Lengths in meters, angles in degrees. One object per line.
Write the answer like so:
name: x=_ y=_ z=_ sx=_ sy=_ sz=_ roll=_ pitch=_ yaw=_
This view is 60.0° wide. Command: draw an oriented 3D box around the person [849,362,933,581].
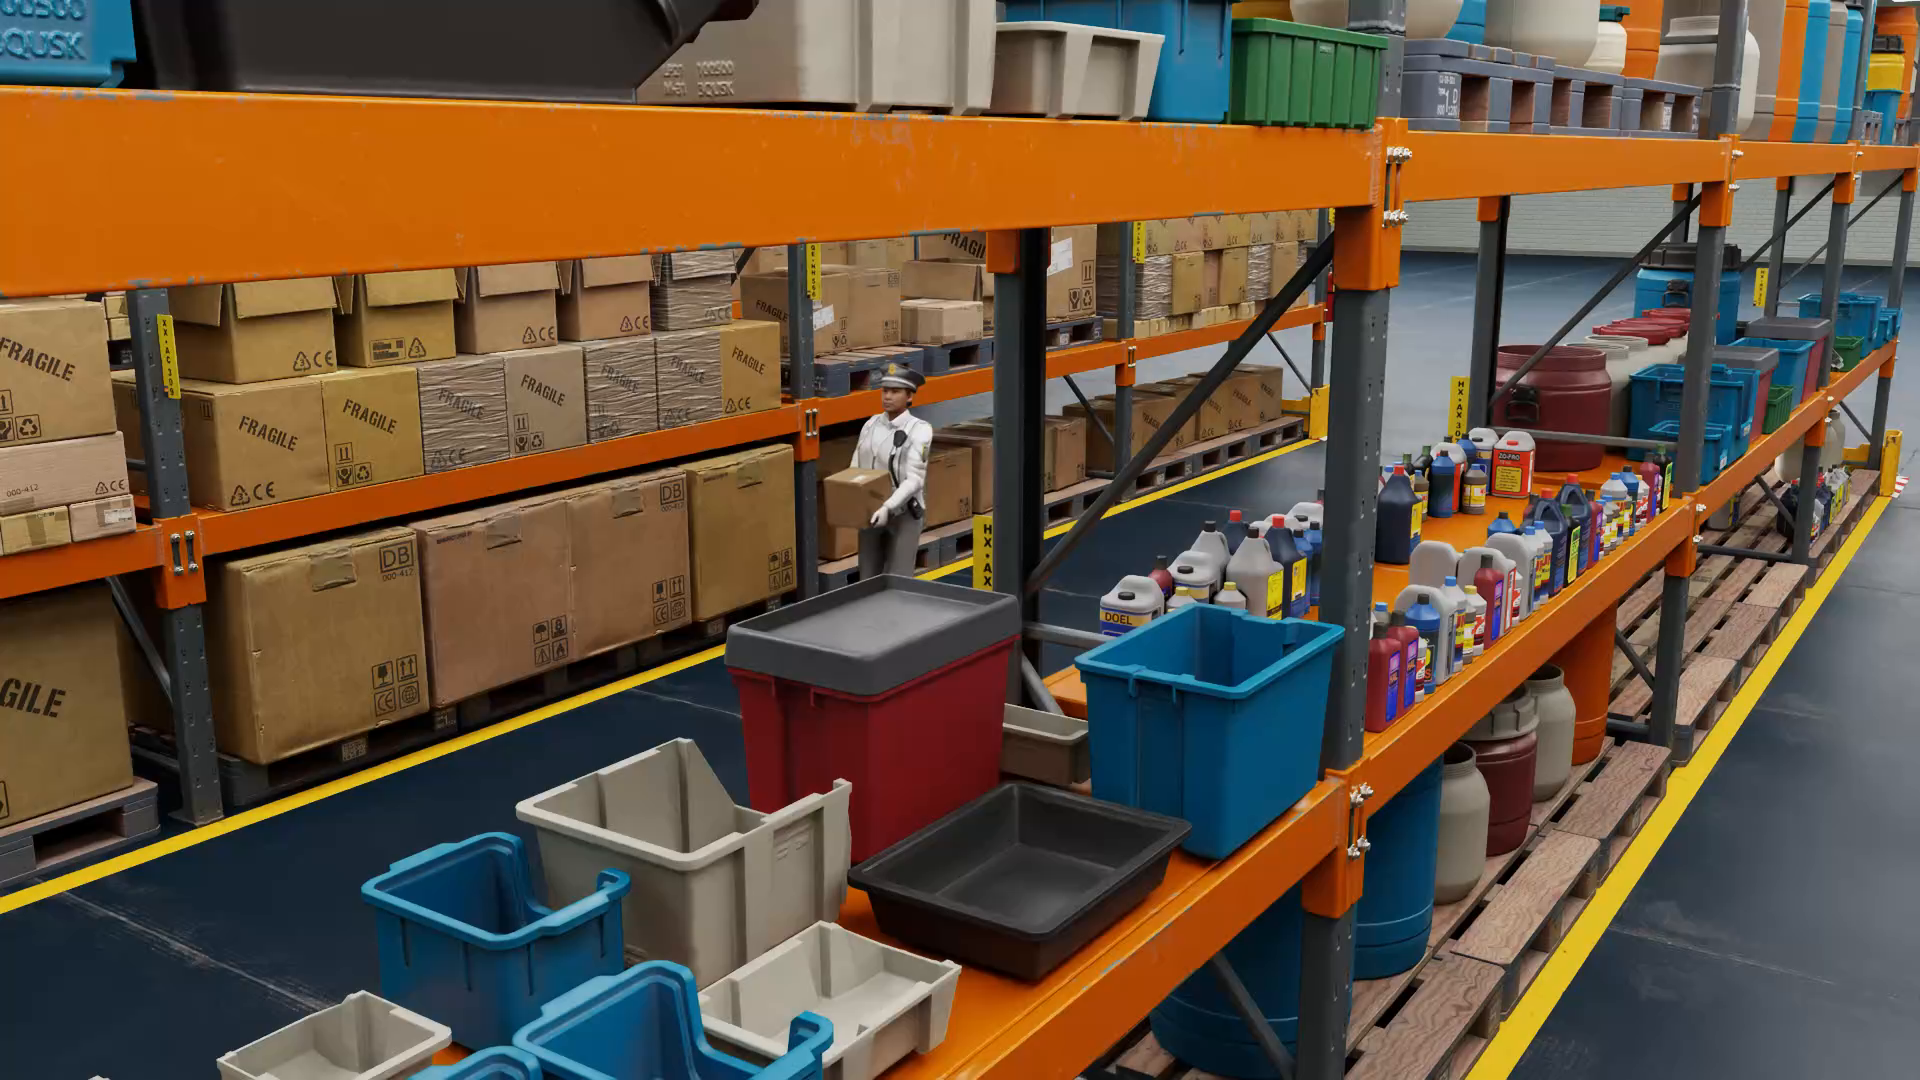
person: x=-0.407 y=-0.096 z=8.831 sx=0.463 sy=1.688 sz=0.554 roll=9 pitch=16 yaw=33
